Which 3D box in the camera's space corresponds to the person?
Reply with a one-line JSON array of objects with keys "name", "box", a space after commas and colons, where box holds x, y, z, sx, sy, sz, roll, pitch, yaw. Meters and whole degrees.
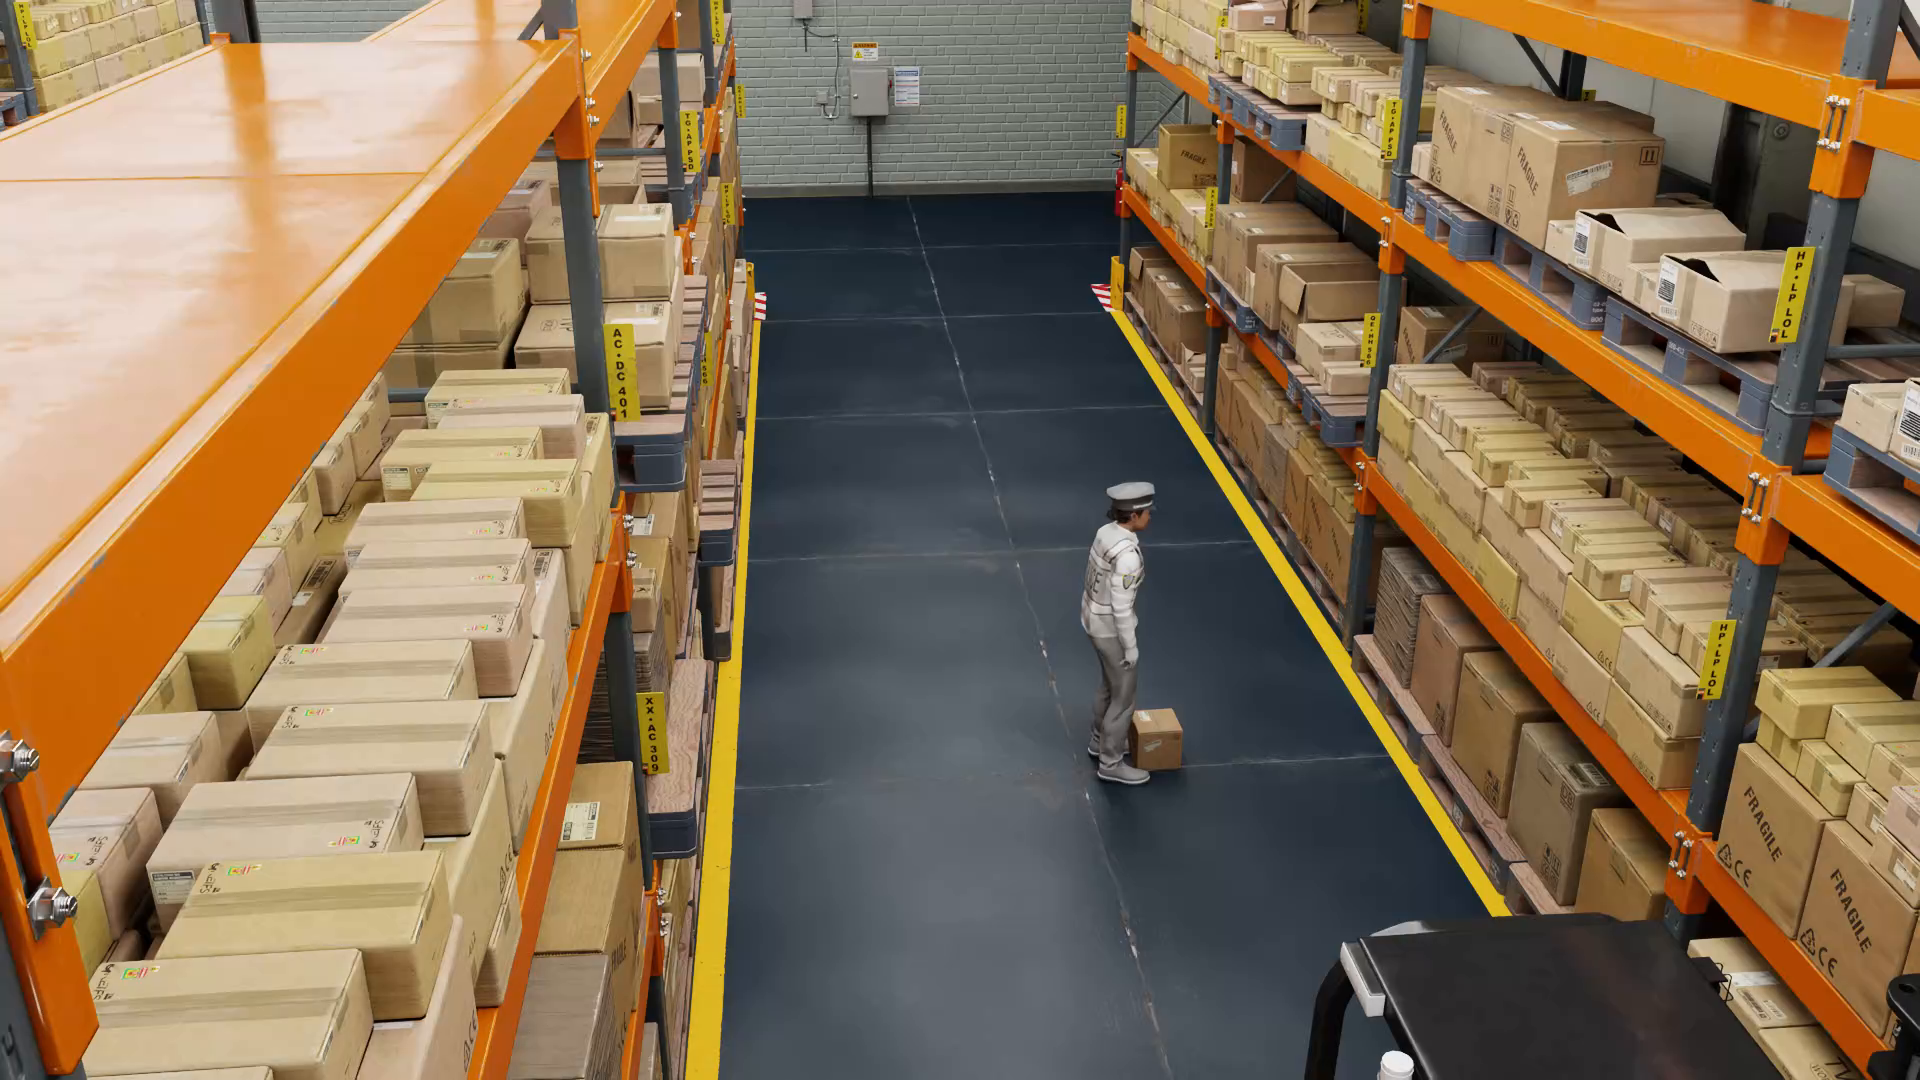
[{"name": "person", "box": [0.849, 0.486, 8.999, 0.375, 1.662, 0.531, -3, 24, -8]}]
